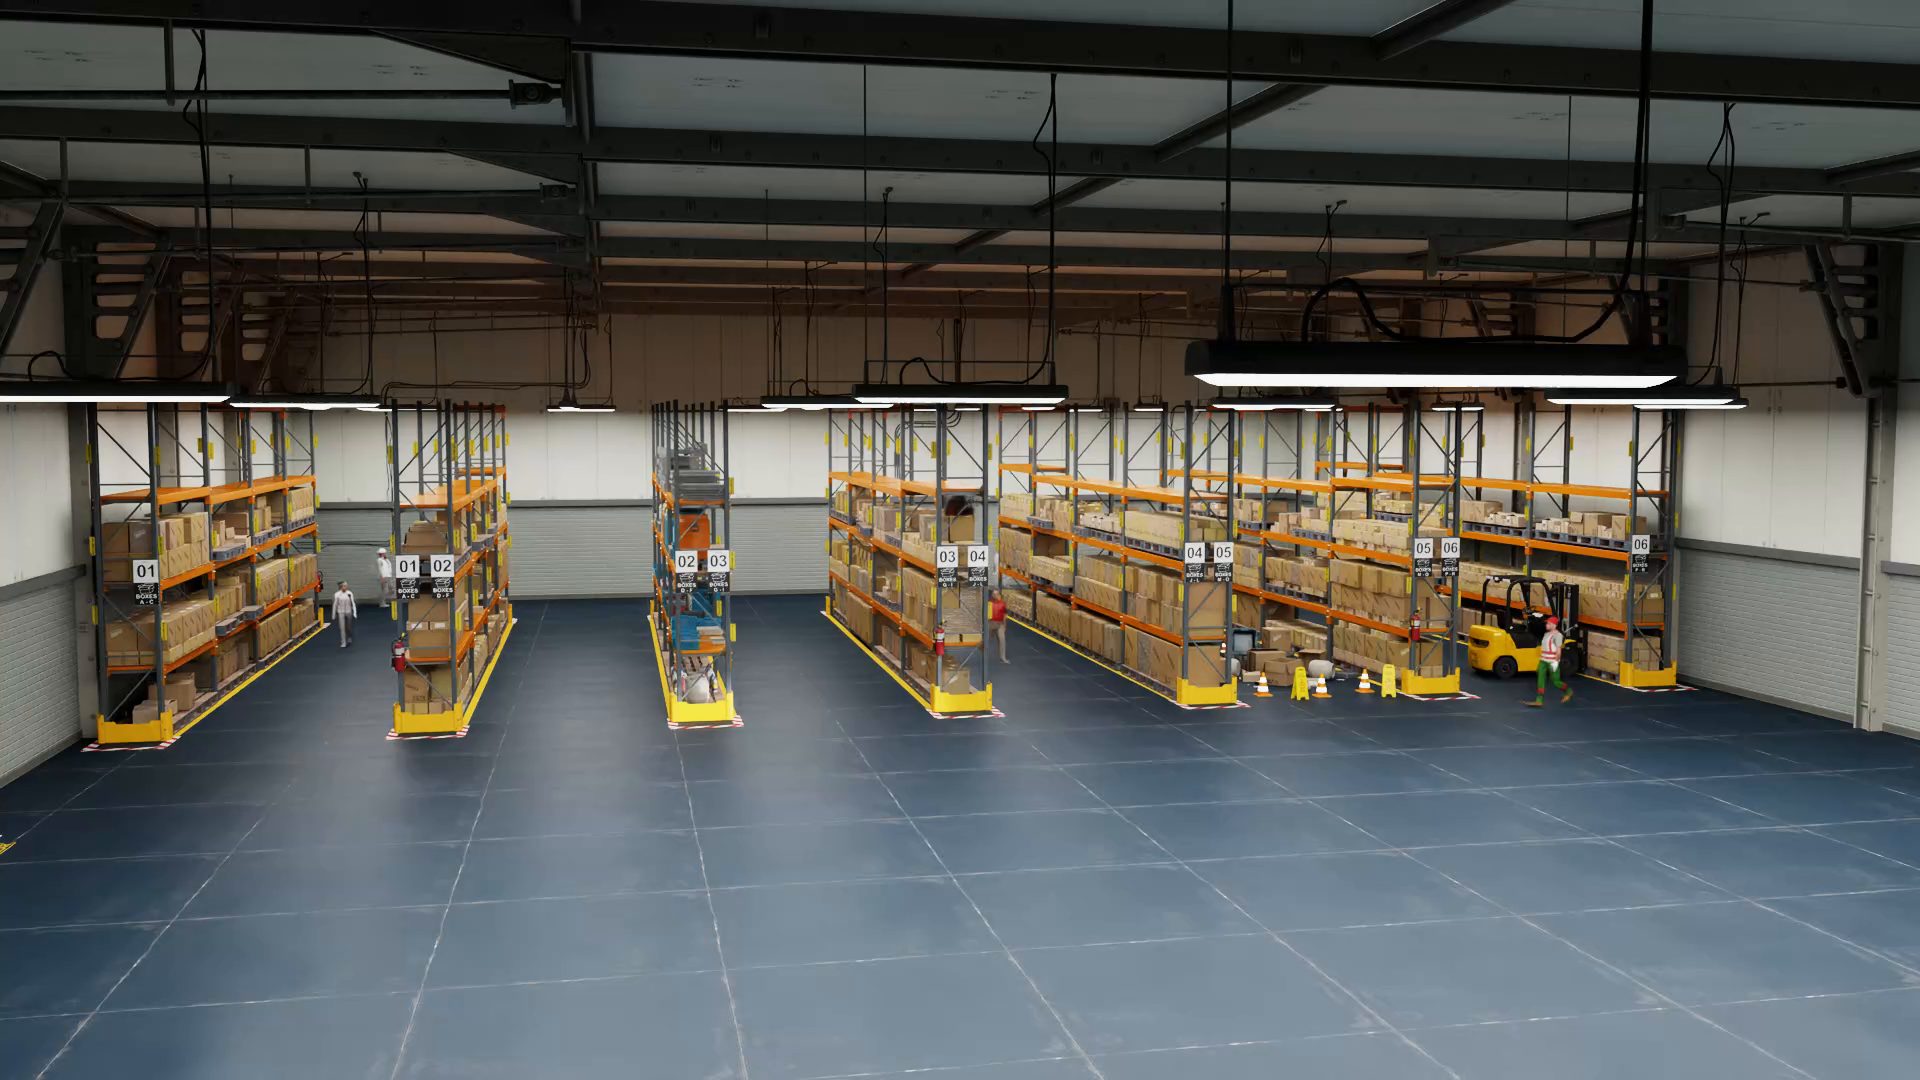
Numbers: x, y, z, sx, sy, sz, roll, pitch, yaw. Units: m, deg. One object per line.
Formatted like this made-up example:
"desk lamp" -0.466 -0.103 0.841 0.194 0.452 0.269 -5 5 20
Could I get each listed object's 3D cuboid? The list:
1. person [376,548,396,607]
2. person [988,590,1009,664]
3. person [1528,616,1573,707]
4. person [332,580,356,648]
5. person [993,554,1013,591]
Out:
"person" -17.007 1.115 49.269 0.478 1.767 0.563 0 4 1
"person" 0.819 2.027 38.336 0.621 1.608 1.025 -1 5 -18
"person" 11.591 2.387 32.608 0.862 1.774 0.537 -2 5 -28
"person" -15.199 1.803 41.031 0.566 1.642 0.933 -2 5 -22
"person" 1.291 1.010 50.690 0.576 1.763 0.696 3 5 36
